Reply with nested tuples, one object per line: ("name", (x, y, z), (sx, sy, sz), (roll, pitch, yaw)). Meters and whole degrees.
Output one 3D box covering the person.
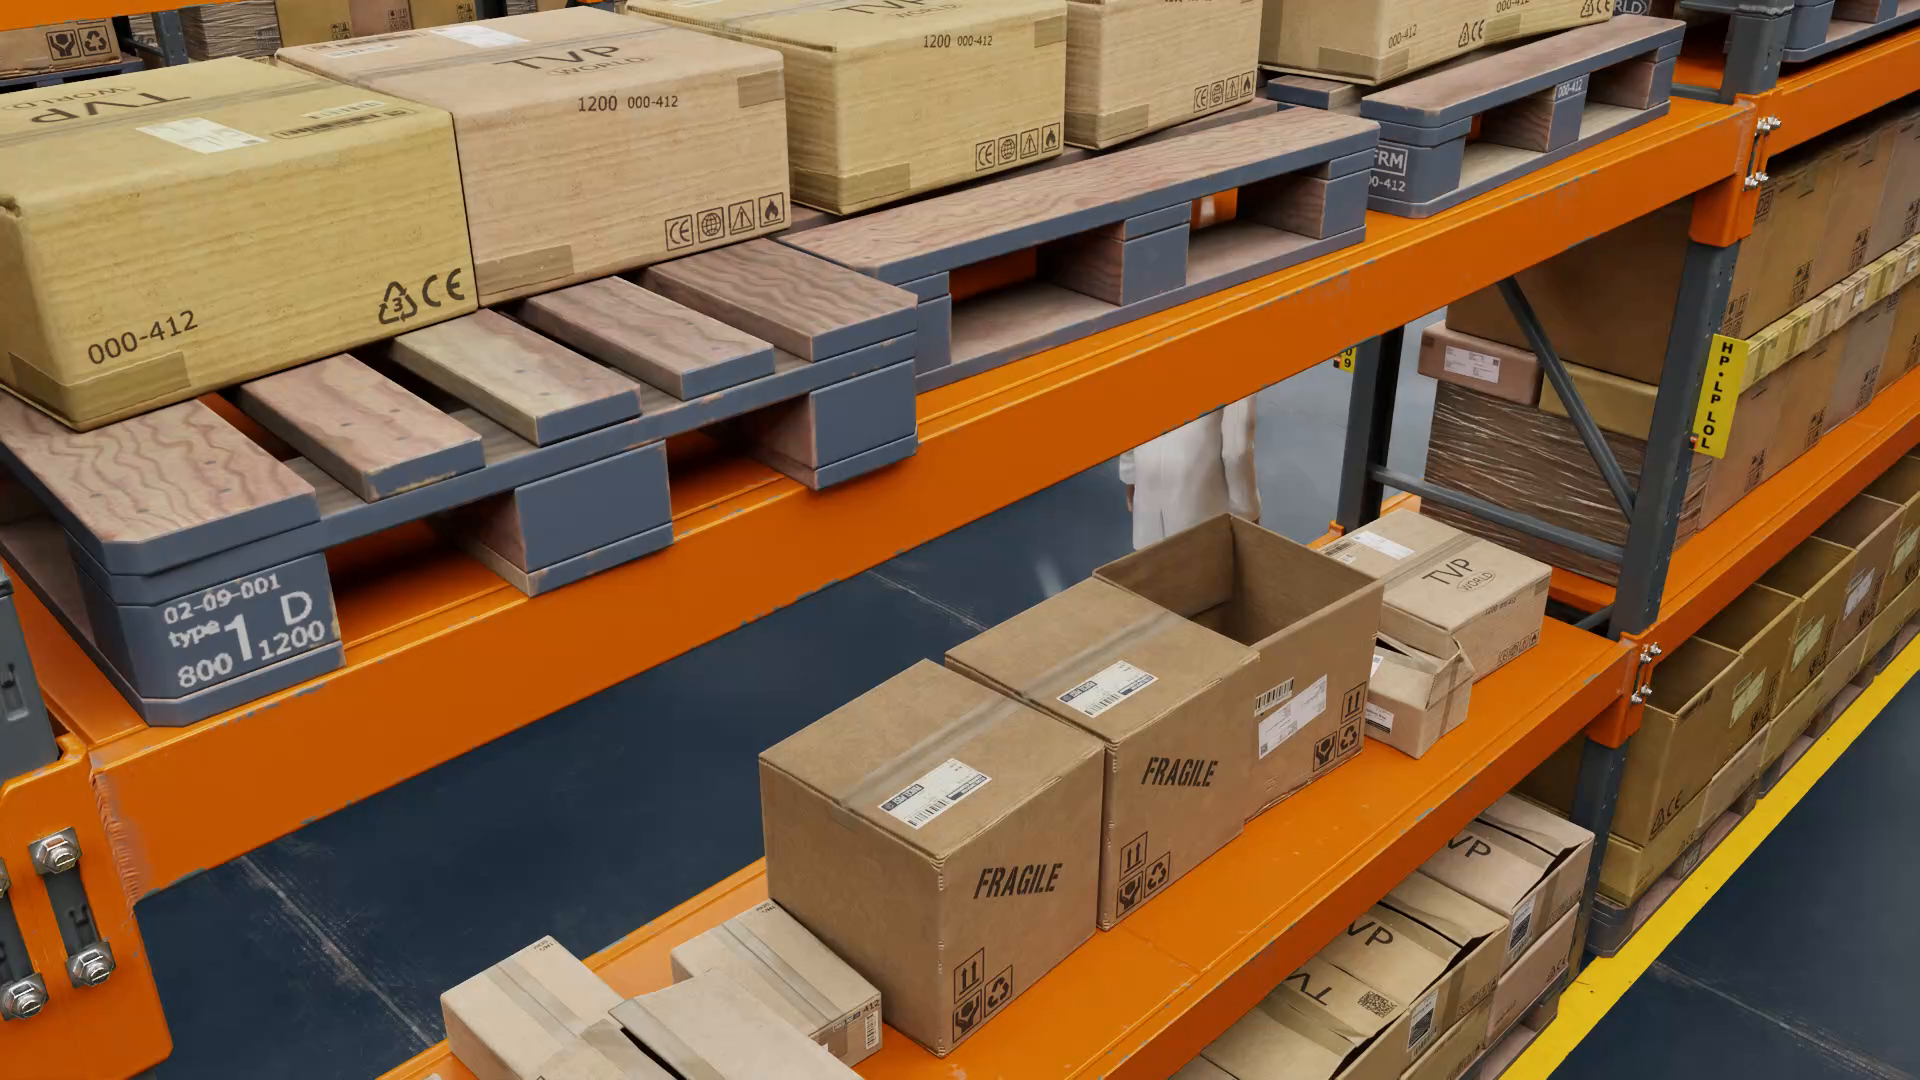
("person", (0.889, -0.164, 6.455), (0.642, 1.772, 0.428), (23, 35, 37))
